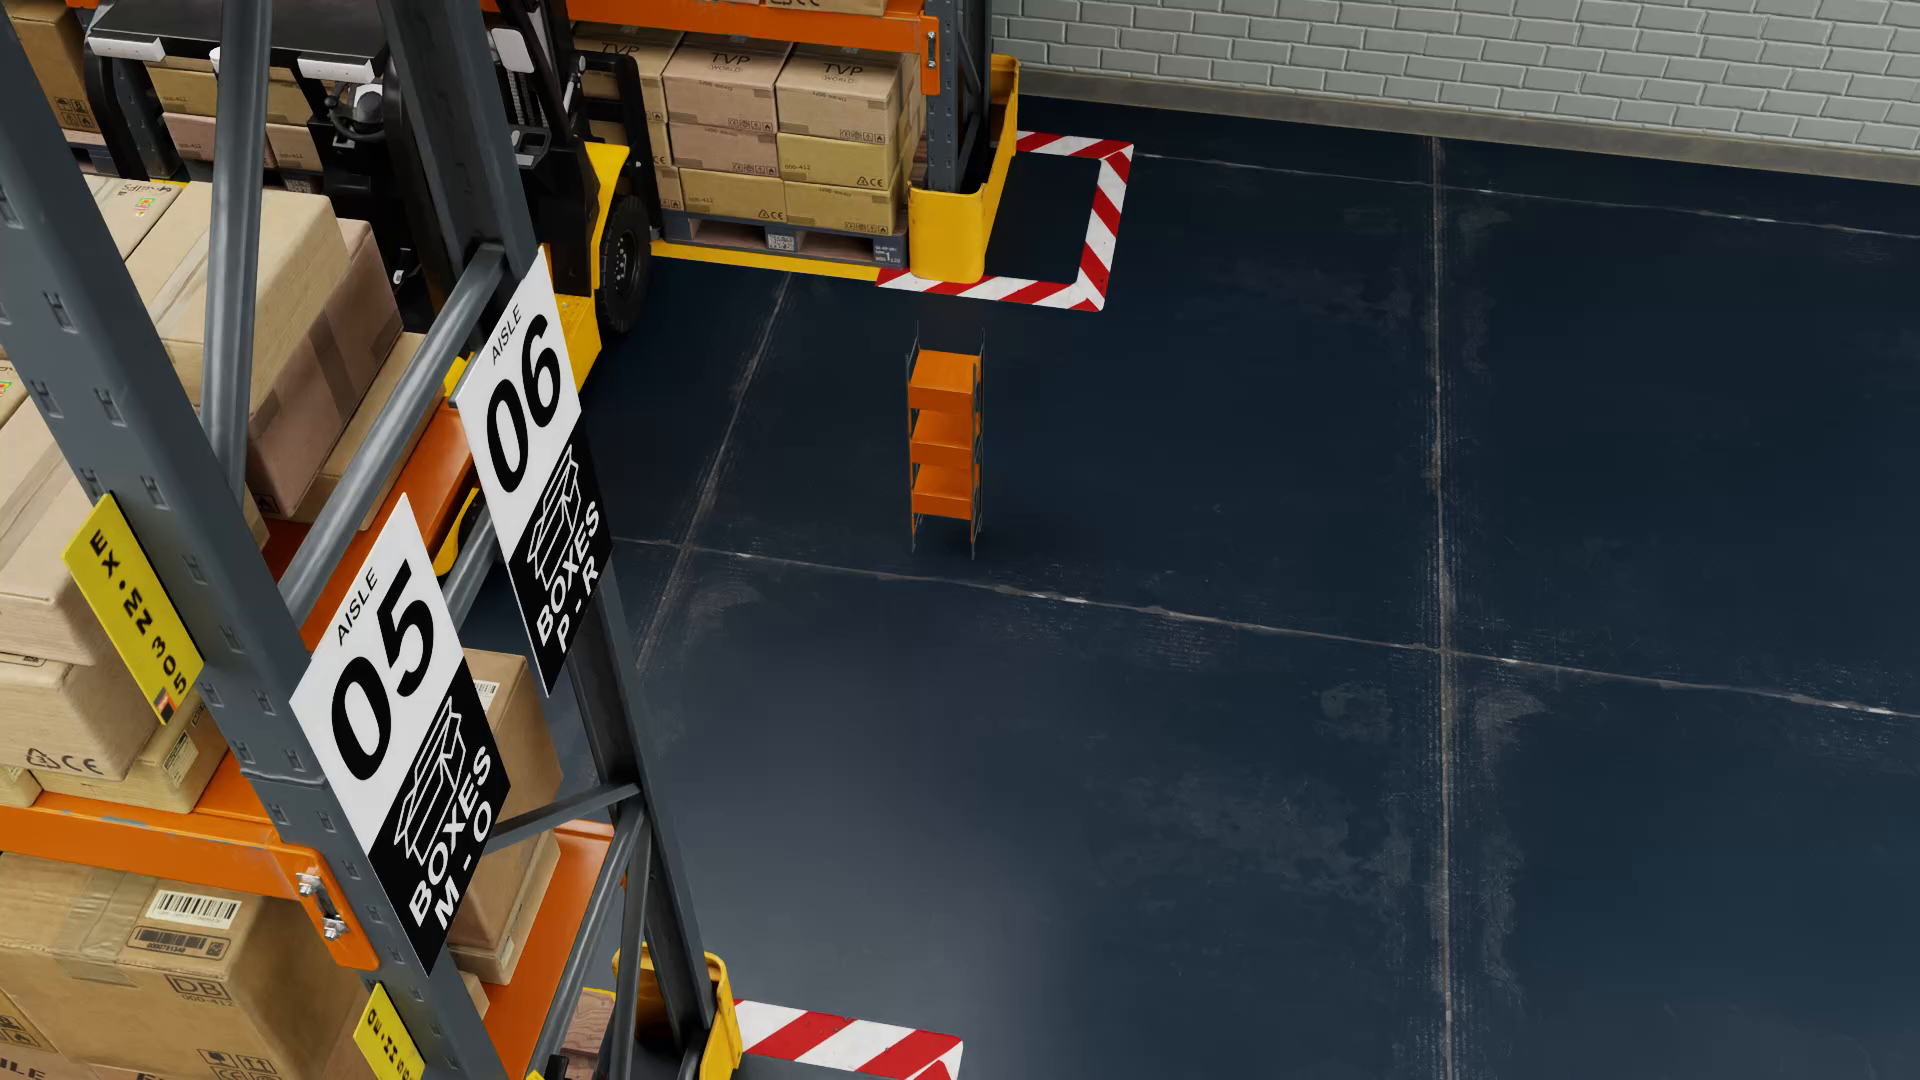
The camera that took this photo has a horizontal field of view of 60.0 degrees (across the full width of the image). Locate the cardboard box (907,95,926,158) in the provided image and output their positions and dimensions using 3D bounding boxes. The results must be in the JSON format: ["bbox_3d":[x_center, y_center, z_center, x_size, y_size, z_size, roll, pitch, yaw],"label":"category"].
[{"bbox_3d":[-0.447,-2.078,8.139,0.500,0.250,0.500,8,49,7],"label":"cardboard box"}]

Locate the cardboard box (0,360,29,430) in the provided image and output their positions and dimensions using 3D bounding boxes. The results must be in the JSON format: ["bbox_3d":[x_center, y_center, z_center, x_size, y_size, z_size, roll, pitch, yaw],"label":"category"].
[{"bbox_3d":[-1.509,-0.091,2.404,0.250,0.149,0.380,8,49,7],"label":"cardboard box"}]

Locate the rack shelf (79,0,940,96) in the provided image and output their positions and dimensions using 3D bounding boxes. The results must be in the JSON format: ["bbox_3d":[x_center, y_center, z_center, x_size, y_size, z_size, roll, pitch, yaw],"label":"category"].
[{"bbox_3d":[-1.966,-2.673,7.591,4.000,0.370,1.077,8,49,7],"label":"rack shelf"}]

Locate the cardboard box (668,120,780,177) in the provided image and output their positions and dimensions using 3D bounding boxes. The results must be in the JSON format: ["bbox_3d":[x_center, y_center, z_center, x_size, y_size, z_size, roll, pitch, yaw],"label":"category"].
[{"bbox_3d":[-1.024,-1.947,7.685,0.500,0.250,0.500,7,48,6],"label":"cardboard box"}]

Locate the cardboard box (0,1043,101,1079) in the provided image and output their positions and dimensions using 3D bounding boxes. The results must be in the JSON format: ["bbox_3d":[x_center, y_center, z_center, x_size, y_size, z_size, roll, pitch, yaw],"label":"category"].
[{"bbox_3d":[-1.952,0.912,3.619,0.500,0.500,0.500,8,49,7],"label":"cardboard box"}]

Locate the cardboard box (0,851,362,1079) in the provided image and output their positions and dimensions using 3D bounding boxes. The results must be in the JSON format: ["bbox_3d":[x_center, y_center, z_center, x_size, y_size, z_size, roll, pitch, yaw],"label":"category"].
[{"bbox_3d":[-1.419,0.610,3.218,0.500,0.500,0.700,7,48,6],"label":"cardboard box"}]

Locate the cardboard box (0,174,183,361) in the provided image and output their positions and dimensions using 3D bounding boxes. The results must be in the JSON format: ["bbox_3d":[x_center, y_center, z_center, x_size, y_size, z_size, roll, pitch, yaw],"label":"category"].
[{"bbox_3d":[-1.441,-0.418,2.698,0.250,0.149,0.380,7,48,7],"label":"cardboard box"}]

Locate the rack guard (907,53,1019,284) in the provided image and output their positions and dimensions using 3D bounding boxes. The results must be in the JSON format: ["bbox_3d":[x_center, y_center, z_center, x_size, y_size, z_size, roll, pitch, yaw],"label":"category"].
[{"bbox_3d":[0.026,-1.810,8.013,0.348,0.500,1.175,8,49,7],"label":"rack guard"}]

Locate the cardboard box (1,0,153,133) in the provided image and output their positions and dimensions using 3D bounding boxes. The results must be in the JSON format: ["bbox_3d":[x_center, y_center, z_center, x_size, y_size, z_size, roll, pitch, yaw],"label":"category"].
[{"bbox_3d":[-4.450,-2.586,8.343,0.625,0.625,0.875,10,49,9],"label":"cardboard box"}]

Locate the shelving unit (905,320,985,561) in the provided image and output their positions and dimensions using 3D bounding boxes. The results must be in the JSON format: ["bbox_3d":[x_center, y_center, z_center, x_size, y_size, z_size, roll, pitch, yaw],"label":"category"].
[{"bbox_3d":[-0.053,-0.358,6.338,0.252,1.050,0.215,8,49,7],"label":"shelving unit"}]

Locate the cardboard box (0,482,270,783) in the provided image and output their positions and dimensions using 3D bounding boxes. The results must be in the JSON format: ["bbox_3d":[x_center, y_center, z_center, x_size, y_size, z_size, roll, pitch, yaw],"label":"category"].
[{"bbox_3d":[-1.429,0.062,2.534,0.500,0.250,0.500,7,48,6],"label":"cardboard box"}]

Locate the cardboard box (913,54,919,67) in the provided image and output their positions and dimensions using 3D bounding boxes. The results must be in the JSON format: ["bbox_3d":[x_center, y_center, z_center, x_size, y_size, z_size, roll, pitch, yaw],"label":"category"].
[{"bbox_3d":[-0.437,-2.407,7.762,0.500,0.250,0.500,7,48,6],"label":"cardboard box"}]

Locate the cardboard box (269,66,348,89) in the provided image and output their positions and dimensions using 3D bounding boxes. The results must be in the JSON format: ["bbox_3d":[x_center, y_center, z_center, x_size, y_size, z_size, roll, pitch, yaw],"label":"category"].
[{"bbox_3d":[-3.013,-2.365,7.724,0.500,0.250,0.500,8,49,7],"label":"cardboard box"}]

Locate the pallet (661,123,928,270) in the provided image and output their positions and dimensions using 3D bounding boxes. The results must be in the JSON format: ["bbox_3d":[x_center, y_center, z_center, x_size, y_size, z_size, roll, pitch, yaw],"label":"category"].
[{"bbox_3d":[-0.758,-1.788,8.186,1.213,0.211,1.003,8,49,7],"label":"pallet"}]

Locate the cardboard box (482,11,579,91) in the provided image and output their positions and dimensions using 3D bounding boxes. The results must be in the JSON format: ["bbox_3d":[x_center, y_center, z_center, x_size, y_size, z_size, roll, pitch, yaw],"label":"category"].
[{"bbox_3d":[-2.006,-2.232,7.605,0.500,0.250,0.500,7,48,6],"label":"cardboard box"}]

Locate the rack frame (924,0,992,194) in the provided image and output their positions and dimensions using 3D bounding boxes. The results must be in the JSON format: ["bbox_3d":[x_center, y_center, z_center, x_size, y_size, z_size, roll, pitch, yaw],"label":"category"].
[{"bbox_3d":[0.002,-2.649,7.086,0.127,3.000,1.000,8,49,7],"label":"rack frame"}]

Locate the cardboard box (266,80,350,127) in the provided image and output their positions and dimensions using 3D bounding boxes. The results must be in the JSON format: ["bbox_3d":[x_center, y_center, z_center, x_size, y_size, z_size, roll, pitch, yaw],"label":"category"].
[{"bbox_3d":[-3.017,-2.212,7.923,0.500,0.250,0.500,7,48,7],"label":"cardboard box"}]

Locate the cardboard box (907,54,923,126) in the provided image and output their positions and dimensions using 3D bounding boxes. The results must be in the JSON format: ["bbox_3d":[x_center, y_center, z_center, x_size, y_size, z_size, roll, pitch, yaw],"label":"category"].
[{"bbox_3d":[-0.424,-2.252,7.959,0.500,0.250,0.500,8,49,8],"label":"cardboard box"}]

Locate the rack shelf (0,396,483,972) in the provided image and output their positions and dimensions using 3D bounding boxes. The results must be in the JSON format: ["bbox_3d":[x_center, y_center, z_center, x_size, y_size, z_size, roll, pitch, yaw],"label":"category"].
[{"bbox_3d":[-2.845,-0.042,3.210,4.000,0.370,1.077,8,49,7],"label":"rack shelf"}]

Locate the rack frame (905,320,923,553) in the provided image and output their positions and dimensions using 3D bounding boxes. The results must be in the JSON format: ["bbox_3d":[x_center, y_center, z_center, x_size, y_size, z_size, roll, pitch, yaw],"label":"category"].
[{"bbox_3d":[-0.173,-0.374,6.352,0.008,1.050,0.200,8,49,7],"label":"rack frame"}]

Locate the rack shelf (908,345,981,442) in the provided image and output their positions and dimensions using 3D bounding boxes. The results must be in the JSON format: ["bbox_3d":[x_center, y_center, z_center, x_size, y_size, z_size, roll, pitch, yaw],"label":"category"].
[{"bbox_3d":[-0.053,-0.541,6.135,0.240,0.259,0.215,8,49,7],"label":"rack shelf"}]

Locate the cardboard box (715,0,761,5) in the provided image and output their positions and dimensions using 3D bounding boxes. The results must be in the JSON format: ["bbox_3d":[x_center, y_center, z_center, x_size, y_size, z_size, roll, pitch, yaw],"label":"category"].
[{"bbox_3d":[-1.038,-2.631,7.002,0.500,0.500,0.500,9,49,8],"label":"cardboard box"}]

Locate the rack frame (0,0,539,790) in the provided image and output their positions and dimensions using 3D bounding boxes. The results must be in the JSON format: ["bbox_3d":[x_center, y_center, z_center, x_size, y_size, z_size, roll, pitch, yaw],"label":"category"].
[{"bbox_3d":[-0.877,-1.020,1.589,0.127,3.000,1.000,8,49,7],"label":"rack frame"}]

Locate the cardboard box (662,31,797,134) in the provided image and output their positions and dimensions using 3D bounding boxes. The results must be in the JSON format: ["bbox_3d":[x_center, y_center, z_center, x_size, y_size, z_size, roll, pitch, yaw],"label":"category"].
[{"bbox_3d":[-1.010,-2.100,7.487,0.500,0.250,0.500,8,49,8],"label":"cardboard box"}]

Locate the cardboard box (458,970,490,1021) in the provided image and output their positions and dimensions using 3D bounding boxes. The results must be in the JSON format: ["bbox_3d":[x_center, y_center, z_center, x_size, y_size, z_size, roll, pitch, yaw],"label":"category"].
[{"bbox_3d":[-1.283,1.176,3.818,0.250,0.149,0.380,9,49,8],"label":"cardboard box"}]

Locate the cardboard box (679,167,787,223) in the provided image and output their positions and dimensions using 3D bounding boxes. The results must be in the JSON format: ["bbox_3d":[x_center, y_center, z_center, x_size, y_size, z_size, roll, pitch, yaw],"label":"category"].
[{"bbox_3d":[-1.004,-1.774,7.866,0.500,0.250,0.500,8,49,7],"label":"cardboard box"}]

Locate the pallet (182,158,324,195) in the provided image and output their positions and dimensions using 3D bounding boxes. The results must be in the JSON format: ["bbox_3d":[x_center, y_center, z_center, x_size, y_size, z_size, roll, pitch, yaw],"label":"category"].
[{"bbox_3d":[-3.159,-2.110,8.476,1.213,0.211,1.003,8,49,7],"label":"pallet"}]

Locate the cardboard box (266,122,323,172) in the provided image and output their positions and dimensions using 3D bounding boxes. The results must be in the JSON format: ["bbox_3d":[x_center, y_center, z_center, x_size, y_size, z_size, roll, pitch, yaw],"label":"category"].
[{"bbox_3d":[-3.015,-2.037,8.102,0.500,0.250,0.500,7,48,6],"label":"cardboard box"}]

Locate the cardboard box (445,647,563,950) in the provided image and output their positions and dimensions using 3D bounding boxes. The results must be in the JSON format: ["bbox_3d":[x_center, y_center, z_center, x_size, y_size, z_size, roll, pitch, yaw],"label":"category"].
[{"bbox_3d":[-1.294,0.586,3.911,0.500,0.500,0.500,7,48,6],"label":"cardboard box"}]

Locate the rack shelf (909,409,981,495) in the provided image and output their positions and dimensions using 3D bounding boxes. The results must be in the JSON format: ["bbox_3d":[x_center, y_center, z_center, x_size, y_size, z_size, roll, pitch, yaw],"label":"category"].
[{"bbox_3d":[-0.053,-0.351,6.346,0.240,0.259,0.215,8,49,7],"label":"rack shelf"}]

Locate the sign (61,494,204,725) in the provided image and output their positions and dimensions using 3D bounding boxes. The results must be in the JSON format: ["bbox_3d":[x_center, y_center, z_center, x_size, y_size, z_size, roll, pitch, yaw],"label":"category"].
[{"bbox_3d":[-0.996,0.090,2.013,0.005,0.325,0.100,8,49,7],"label":"sign"}]

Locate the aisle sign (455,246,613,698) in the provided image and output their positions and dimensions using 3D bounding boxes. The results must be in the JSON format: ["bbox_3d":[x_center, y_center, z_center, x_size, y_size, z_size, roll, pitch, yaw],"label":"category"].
[{"bbox_3d":[-0.761,-0.103,3.050,0.004,0.787,0.394,8,49,7],"label":"aisle sign"}]

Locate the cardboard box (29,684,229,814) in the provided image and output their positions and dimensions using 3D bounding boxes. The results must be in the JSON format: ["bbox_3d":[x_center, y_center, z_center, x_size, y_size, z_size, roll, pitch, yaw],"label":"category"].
[{"bbox_3d":[-1.278,0.224,2.657,0.250,0.149,0.380,8,49,7],"label":"cardboard box"}]

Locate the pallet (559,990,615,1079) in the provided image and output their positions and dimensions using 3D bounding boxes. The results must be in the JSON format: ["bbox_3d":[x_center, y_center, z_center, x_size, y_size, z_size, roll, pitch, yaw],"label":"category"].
[{"bbox_3d":[-1.745,1.773,4.987,1.213,0.211,1.003,8,49,7],"label":"pallet"}]

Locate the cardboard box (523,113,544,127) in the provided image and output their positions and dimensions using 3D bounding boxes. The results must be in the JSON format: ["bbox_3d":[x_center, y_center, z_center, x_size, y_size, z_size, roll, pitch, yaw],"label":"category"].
[{"bbox_3d":[-2.028,-2.069,7.795,0.500,0.250,0.500,8,48,7],"label":"cardboard box"}]
